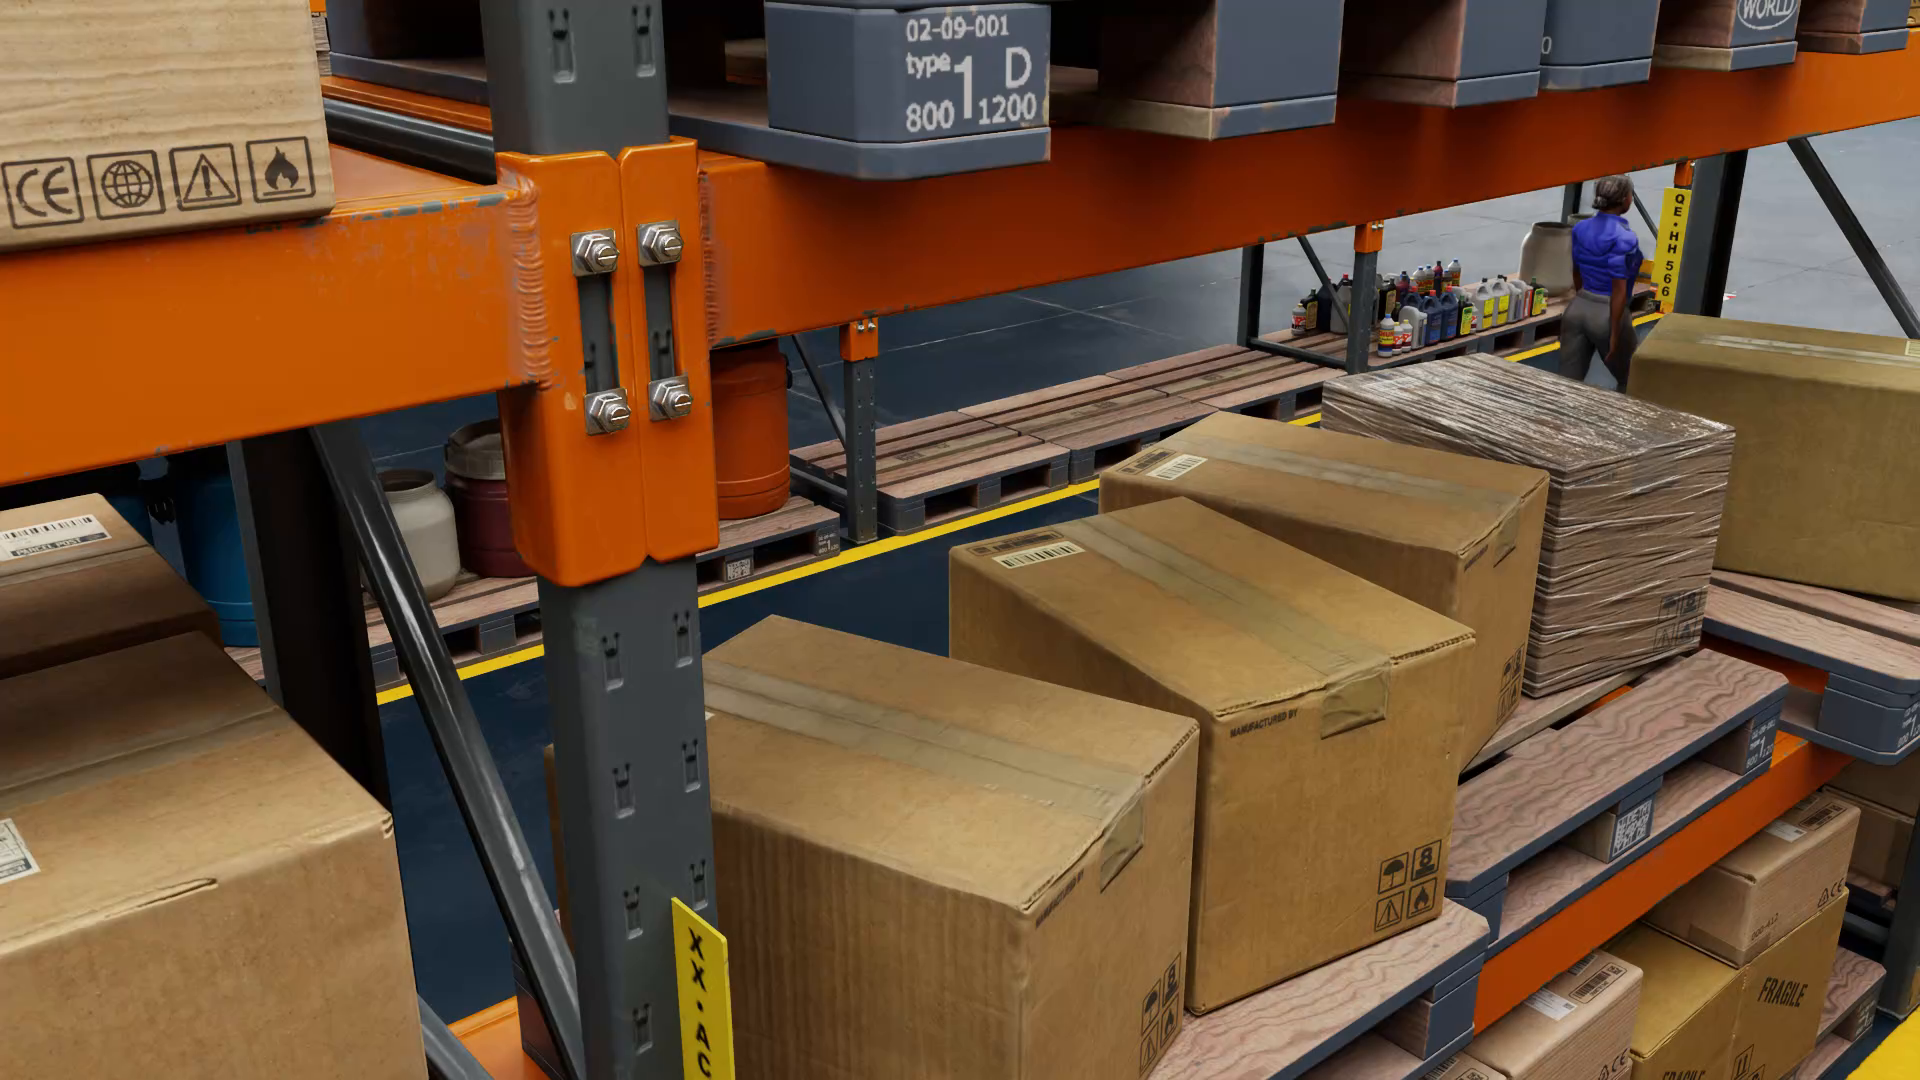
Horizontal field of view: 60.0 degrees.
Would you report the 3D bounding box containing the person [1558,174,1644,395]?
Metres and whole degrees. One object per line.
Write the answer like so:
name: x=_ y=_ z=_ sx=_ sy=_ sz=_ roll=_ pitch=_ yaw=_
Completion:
person: x=3.576 y=-1.195 z=9.195 sx=0.782 sy=1.673 sz=0.467 roll=-11 pitch=24 yaw=-27
